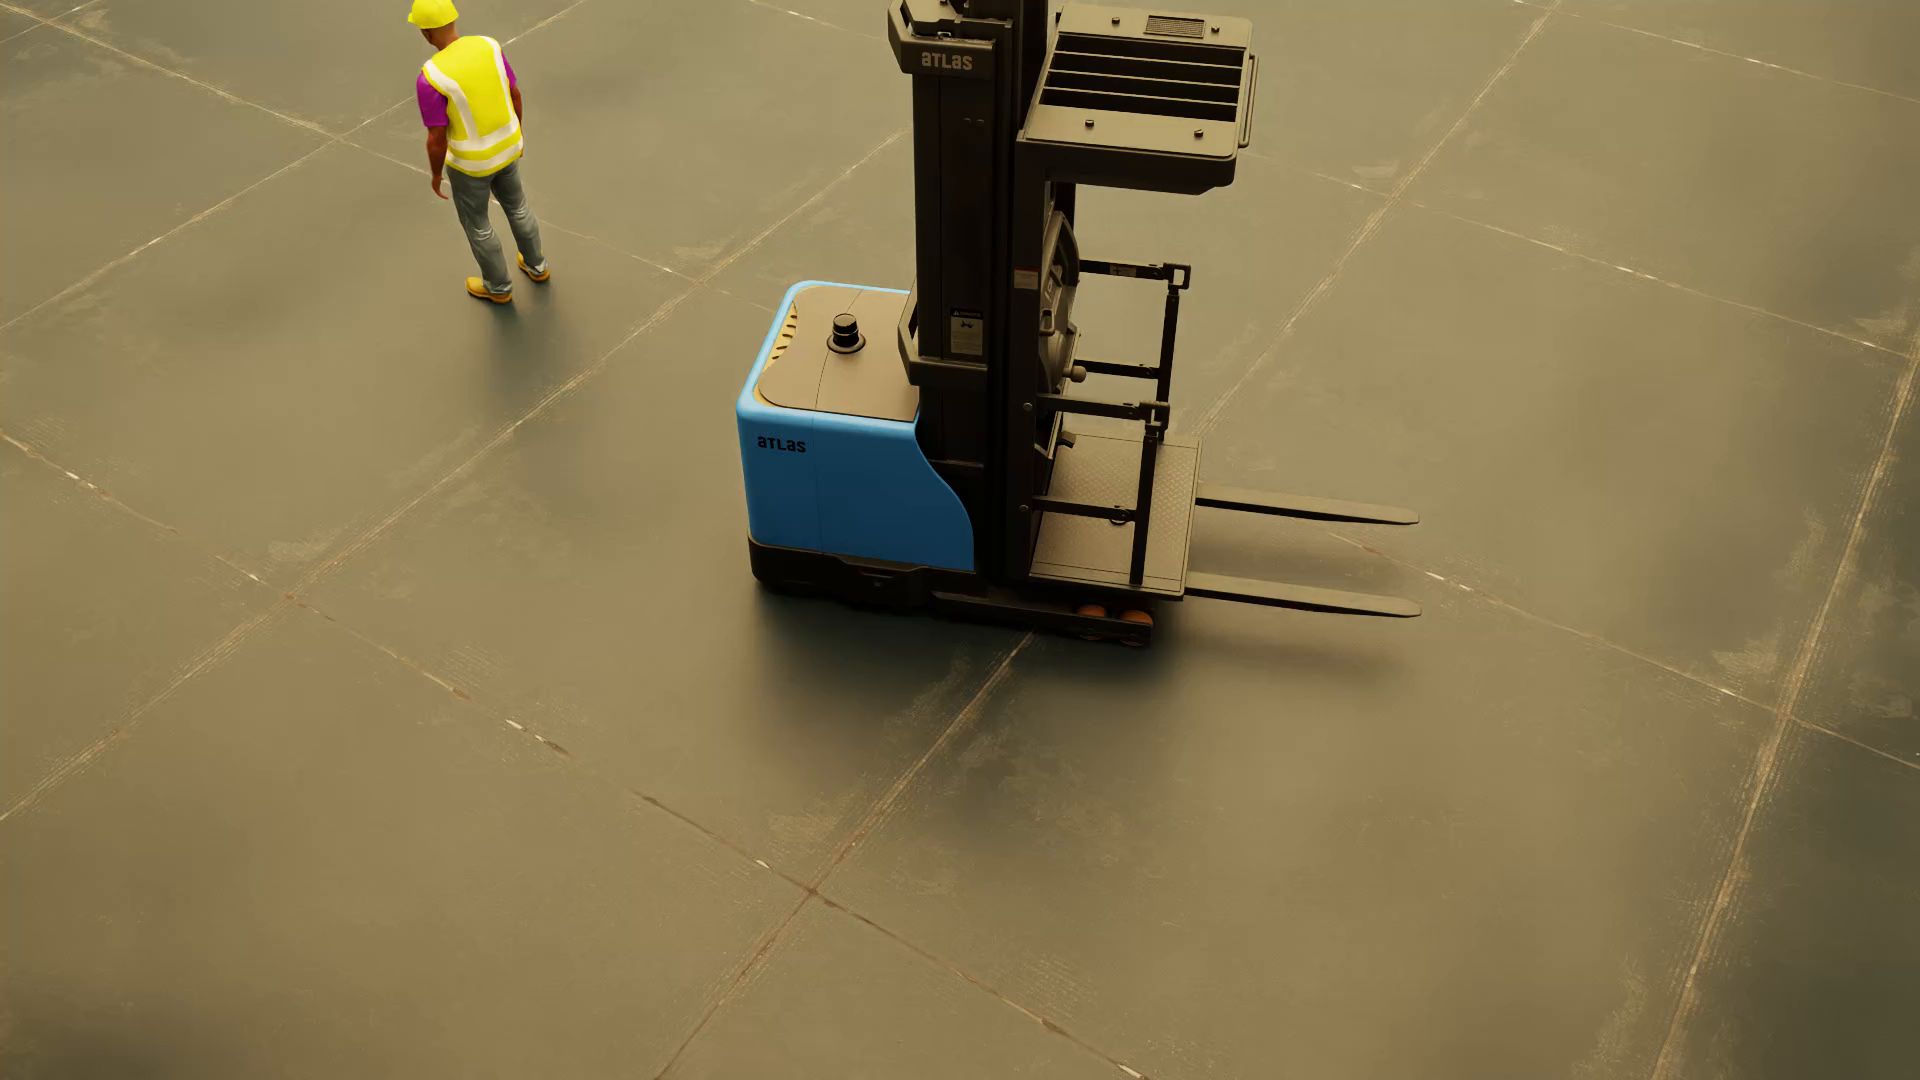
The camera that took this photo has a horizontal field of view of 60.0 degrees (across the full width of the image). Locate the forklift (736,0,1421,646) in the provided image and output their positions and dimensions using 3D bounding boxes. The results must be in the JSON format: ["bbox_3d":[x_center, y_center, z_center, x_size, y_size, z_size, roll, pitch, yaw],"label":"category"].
[{"bbox_3d":[0.598,-0.987,6.890,3.031,2.935,1.130,7,44,8],"label":"forklift"}]

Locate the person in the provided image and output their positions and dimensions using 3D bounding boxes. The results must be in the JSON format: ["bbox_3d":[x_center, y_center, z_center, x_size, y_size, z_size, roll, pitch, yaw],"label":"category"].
[{"bbox_3d":[-2.585,-2.083,8.900,0.461,1.759,0.634,28,50,26],"label":"person"}]
